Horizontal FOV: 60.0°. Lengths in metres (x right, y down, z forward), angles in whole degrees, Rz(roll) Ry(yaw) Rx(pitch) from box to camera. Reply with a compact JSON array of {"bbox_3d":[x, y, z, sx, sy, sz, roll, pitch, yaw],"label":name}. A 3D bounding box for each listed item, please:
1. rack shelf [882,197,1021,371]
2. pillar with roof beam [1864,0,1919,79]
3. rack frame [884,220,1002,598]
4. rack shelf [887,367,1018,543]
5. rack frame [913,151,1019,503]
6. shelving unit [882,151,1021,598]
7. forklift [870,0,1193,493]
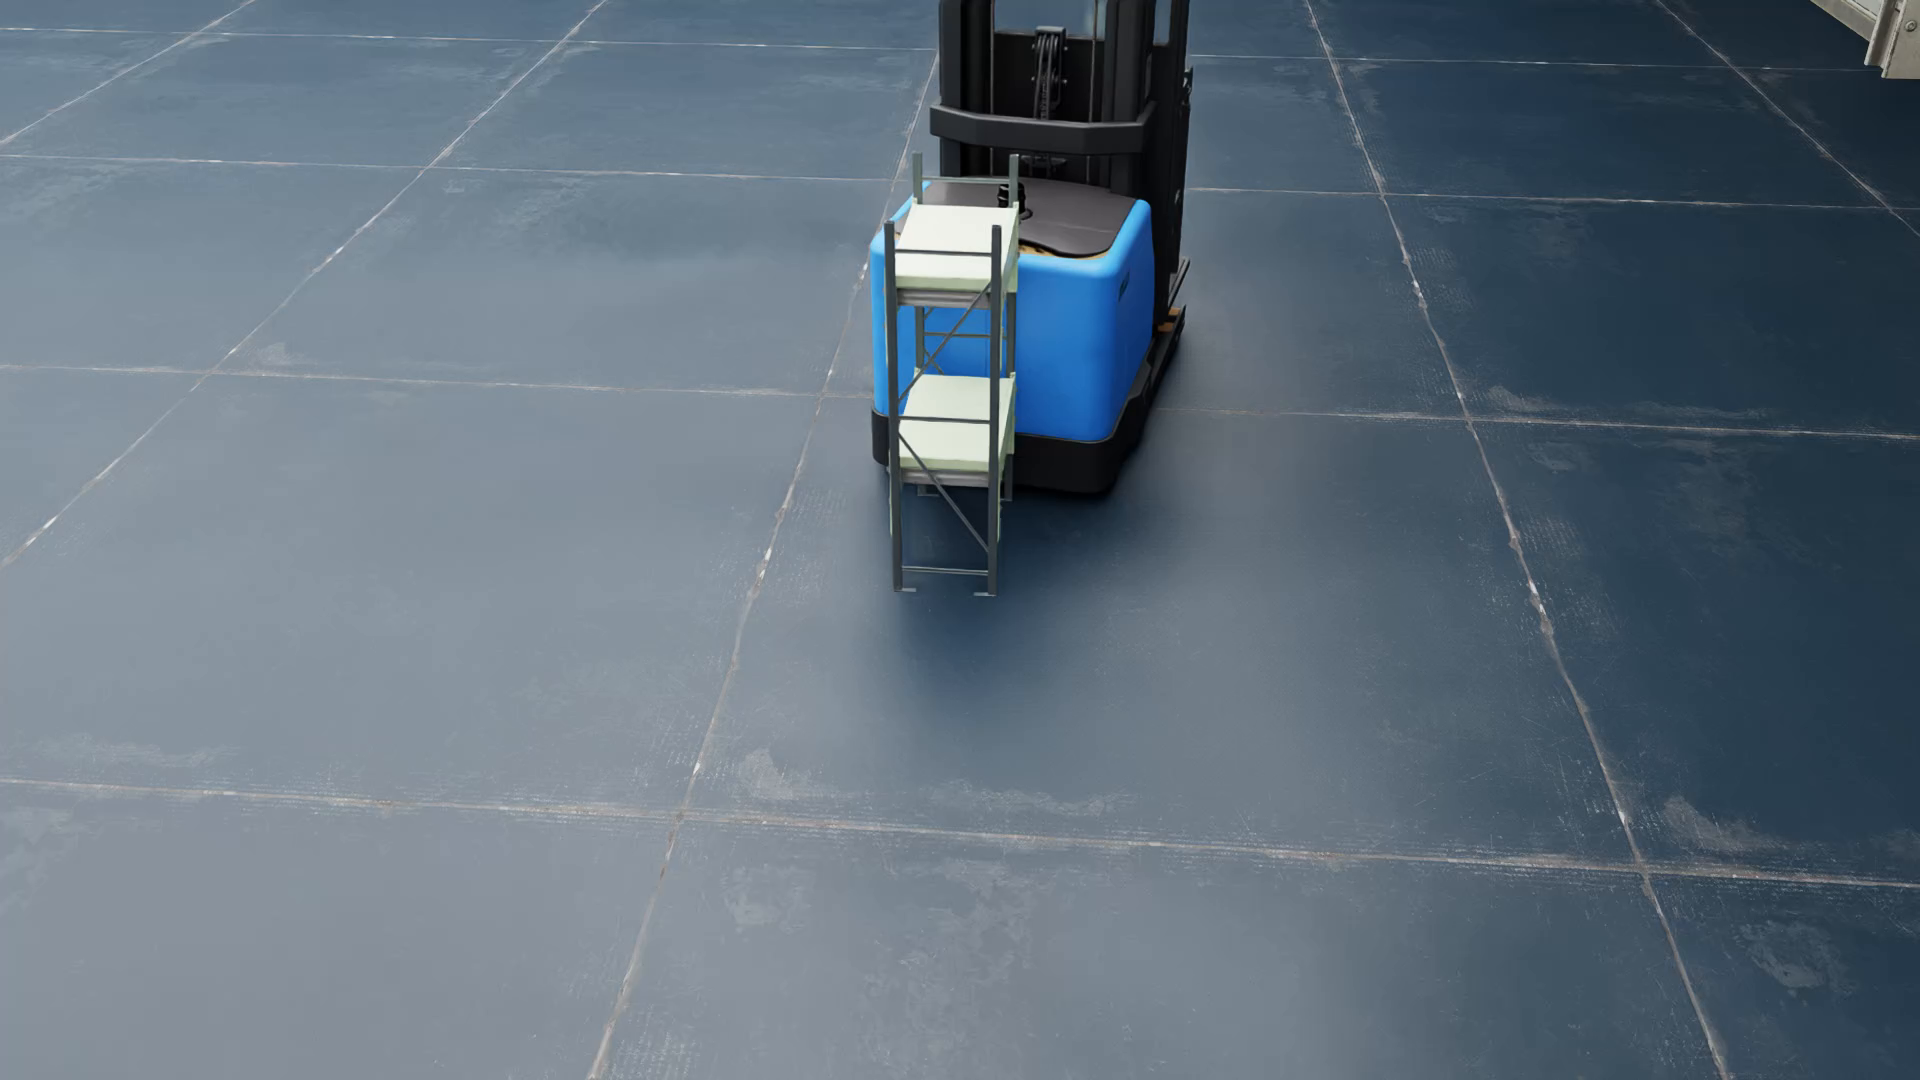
[{"bbox_3d":[-0.019,-0.955,6.126,0.431,0.370,0.720,3,32,5],"label":"rack shelf"},{"bbox_3d":[2.709,-7.526,10.385,9.100,9.000,0.400,2,32,4],"label":"pillar with roof beam"},{"bbox_3d":[-0.058,-0.432,6.021,0.400,1.500,0.023,3,32,5],"label":"rack frame"},{"bbox_3d":[-0.019,-0.345,6.502,0.431,0.370,0.720,3,32,5],"label":"rack shelf"},{"bbox_3d":[0.021,-0.814,6.641,0.400,1.500,0.023,3,32,5],"label":"rack frame"},{"bbox_3d":[-0.019,-0.623,6.331,0.431,1.500,0.755,3,32,5],"label":"shelving unit"},{"bbox_3d":[0.511,-2.206,7.537,1.130,2.935,3.031,8,33,13],"label":"forklift"}]
